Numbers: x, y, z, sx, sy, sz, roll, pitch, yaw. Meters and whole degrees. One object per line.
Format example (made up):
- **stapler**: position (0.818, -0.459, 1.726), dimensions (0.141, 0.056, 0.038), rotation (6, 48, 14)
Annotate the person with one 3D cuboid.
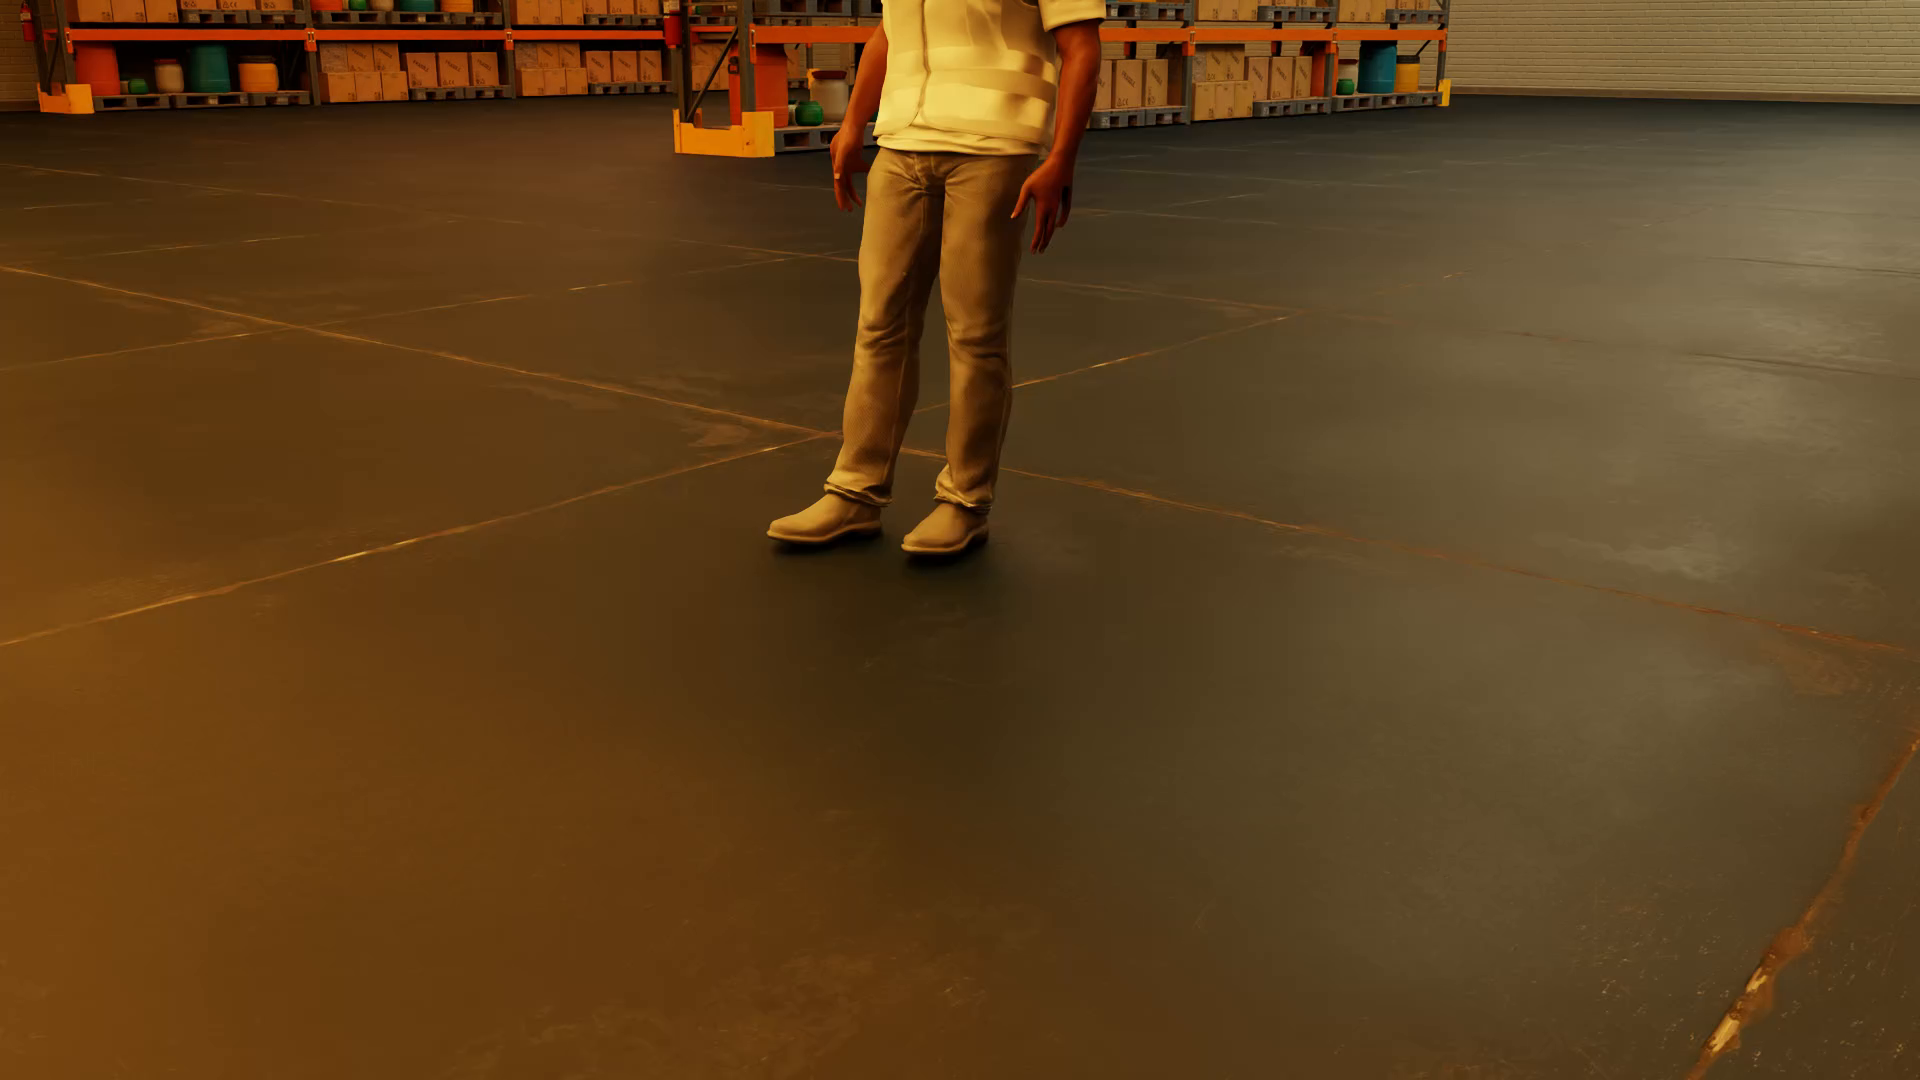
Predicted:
- **person**: position (-0.049, -0.838, 3.636), dimensions (0.665, 1.765, 0.577), rotation (13, 21, 37)
